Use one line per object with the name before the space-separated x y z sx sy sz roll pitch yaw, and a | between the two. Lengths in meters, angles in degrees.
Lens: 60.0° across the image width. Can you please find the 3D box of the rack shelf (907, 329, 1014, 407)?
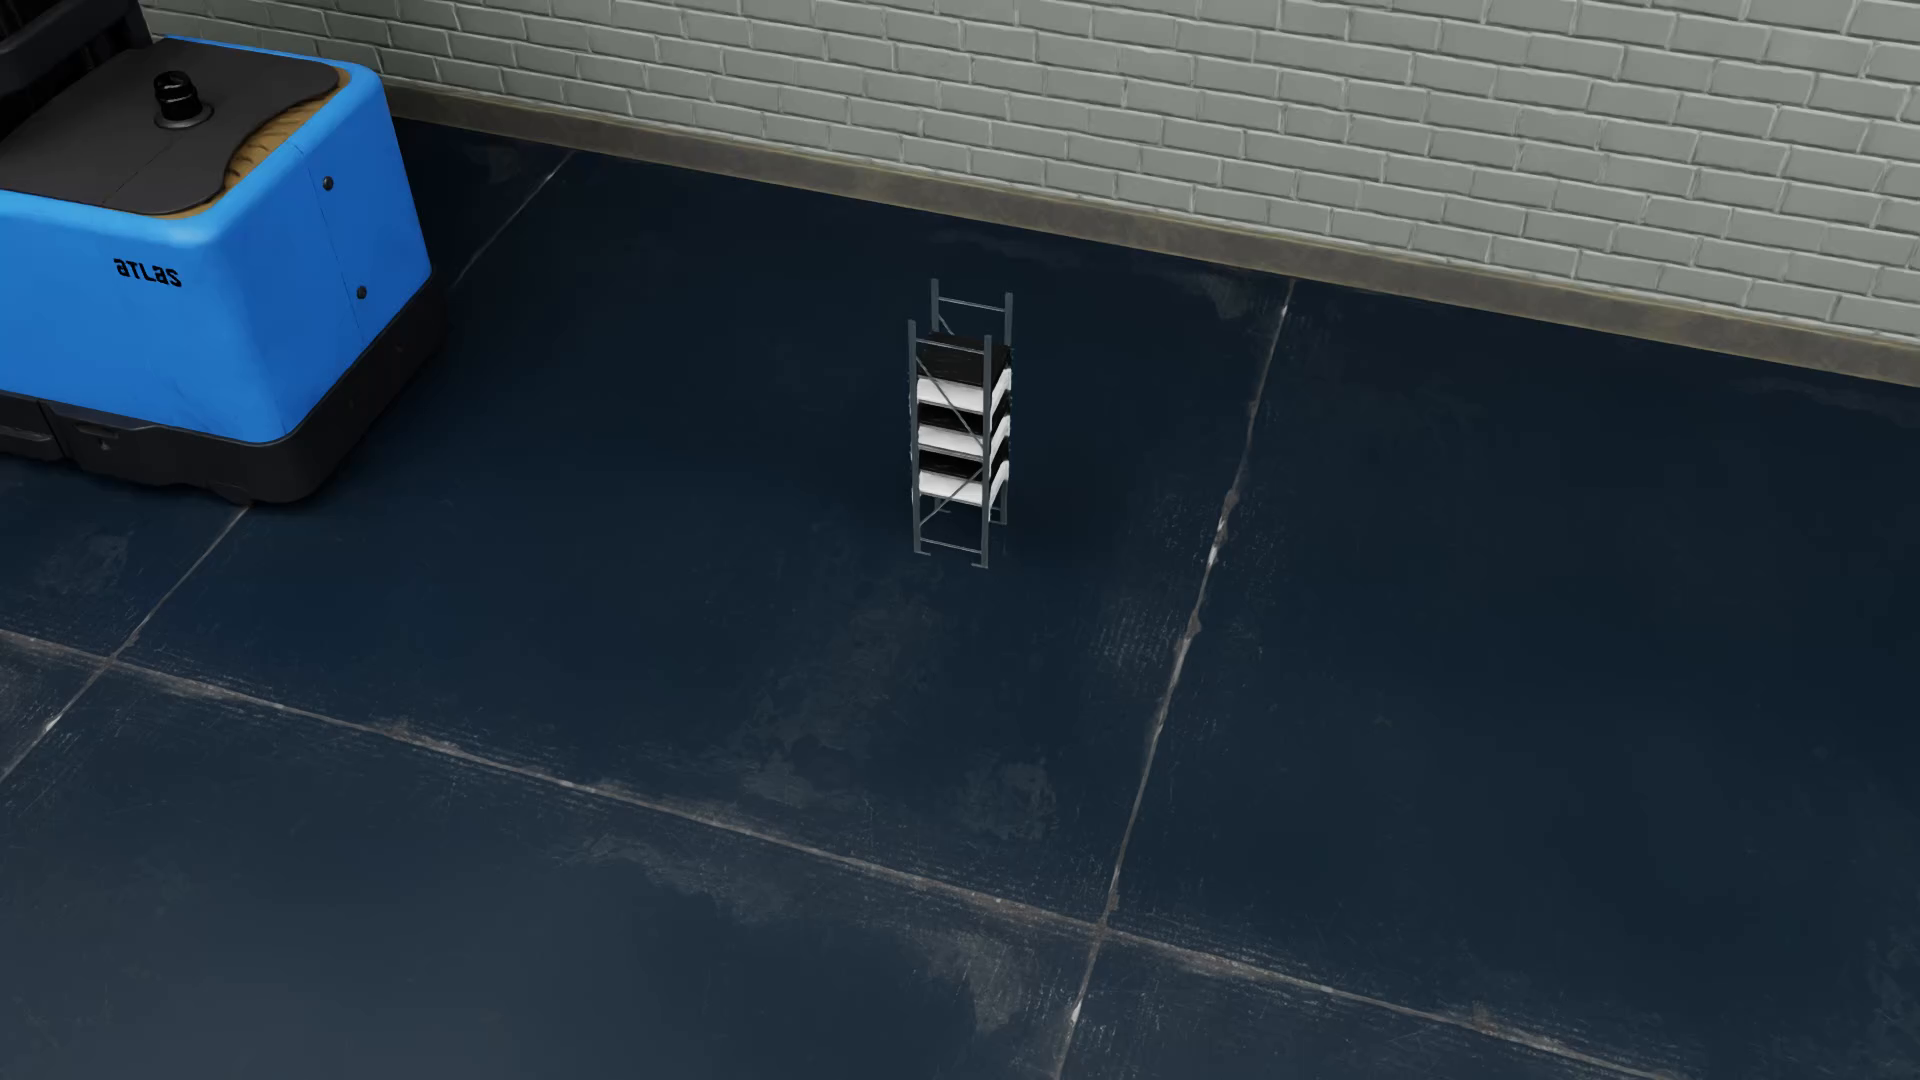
rack shelf | 0.002 -0.496 4.775 0.258 0.077 0.200 13 46 12

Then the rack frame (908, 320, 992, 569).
rack frame | -0.028 -0.259 4.872 0.240 0.900 0.006 13 46 12

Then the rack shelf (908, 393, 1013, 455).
rack shelf | 0.002 -0.368 4.901 0.258 0.077 0.200 13 46 12

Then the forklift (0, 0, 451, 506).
forklift | -3.387 -1.745 4.938 3.031 2.935 1.130 12 46 12

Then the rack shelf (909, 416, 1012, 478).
rack shelf | 0.002 -0.303 4.964 0.258 0.077 0.200 13 46 12

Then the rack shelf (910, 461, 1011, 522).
rack shelf | 0.002 -0.175 5.090 0.258 0.077 0.200 13 46 12

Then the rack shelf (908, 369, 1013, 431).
rack shelf | 0.002 -0.432 4.838 0.258 0.077 0.200 13 46 12

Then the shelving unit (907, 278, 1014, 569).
shelving unit | 0.002 -0.327 4.941 0.258 0.900 0.210 13 46 12

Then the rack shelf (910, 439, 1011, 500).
rack shelf | 0.002 -0.239 5.027 0.258 0.077 0.200 13 46 12

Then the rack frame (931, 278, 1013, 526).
rack frame | 0.033 -0.395 5.010 0.240 0.900 0.006 13 46 12
